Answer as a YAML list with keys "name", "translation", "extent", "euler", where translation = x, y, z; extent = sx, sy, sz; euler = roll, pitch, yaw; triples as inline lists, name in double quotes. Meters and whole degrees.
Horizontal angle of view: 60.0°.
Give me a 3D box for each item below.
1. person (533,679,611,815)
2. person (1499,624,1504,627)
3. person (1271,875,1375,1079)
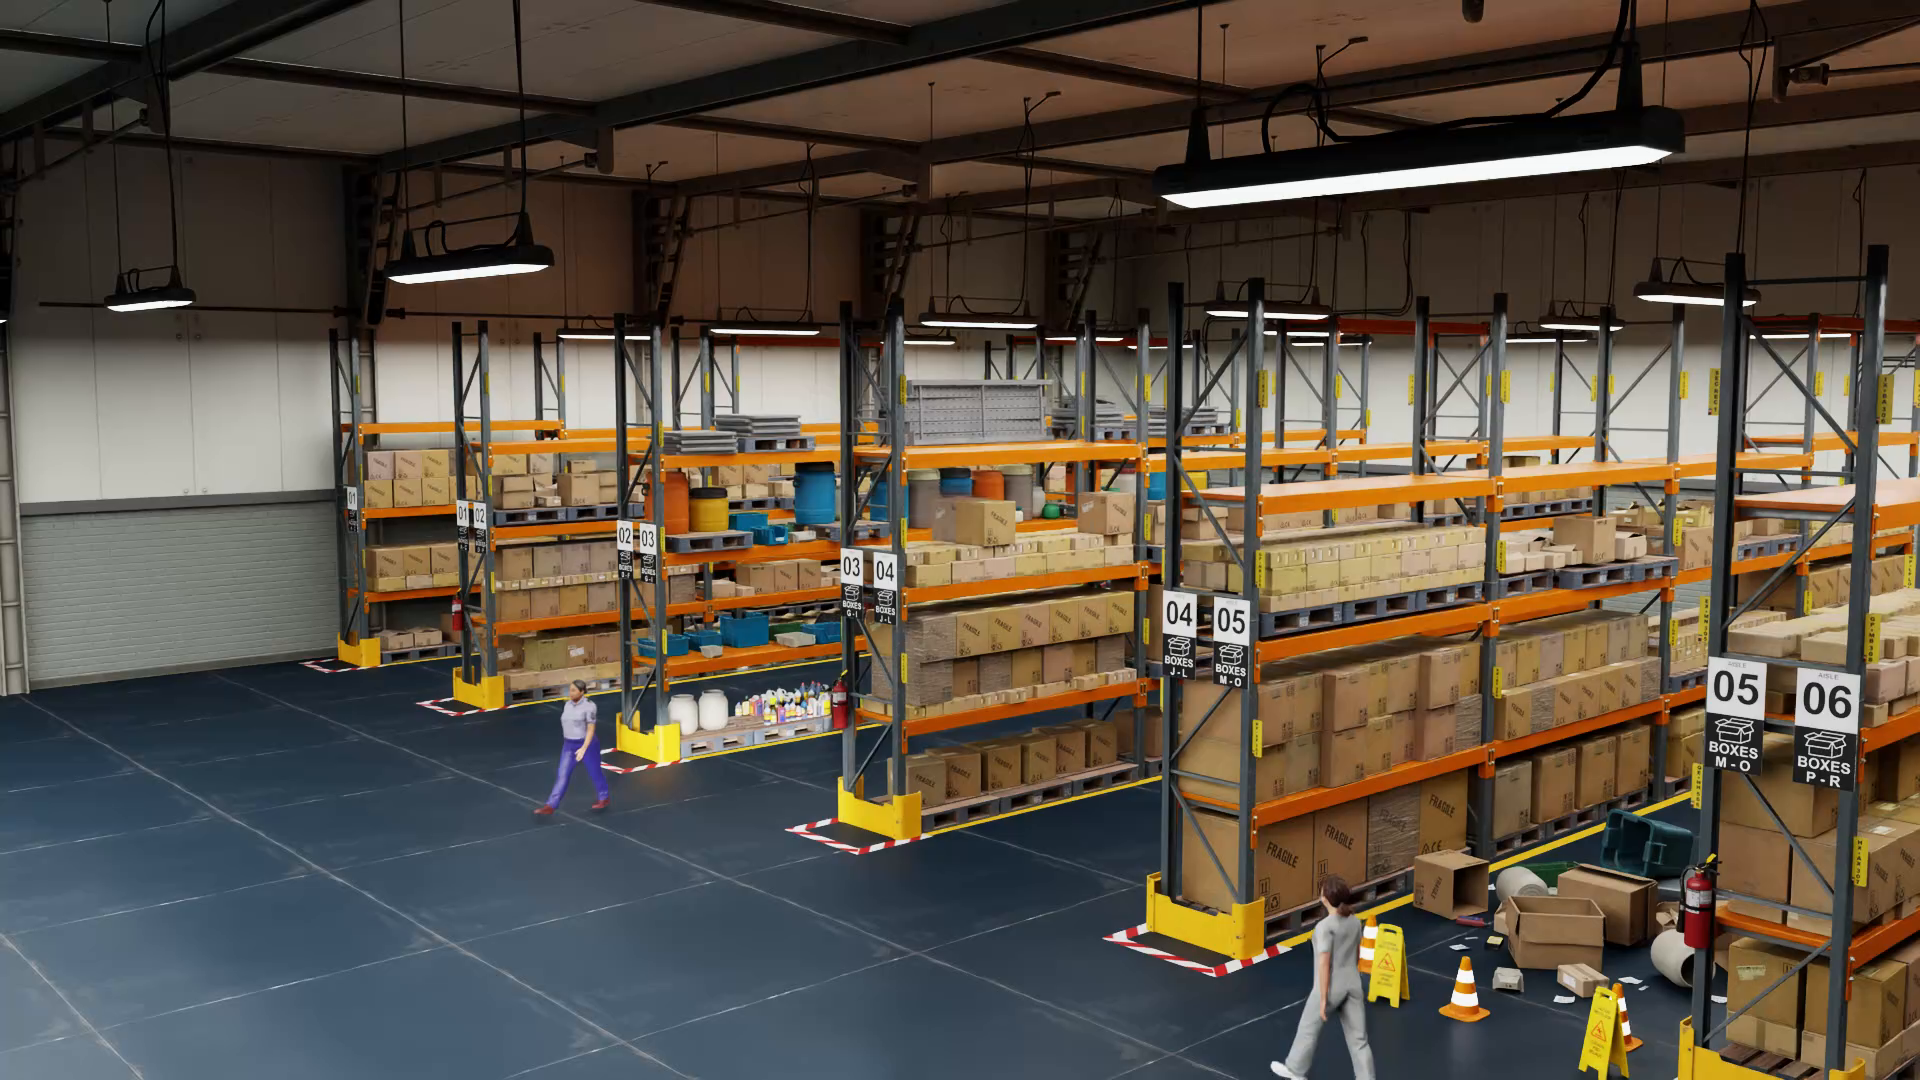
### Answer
- name: "person"
  translation: [-4.516, 2.427, 19.485]
  extent: [0.535, 1.588, 1.040]
  euler: [2, 6, 21]
- name: "person"
  translation: [7.844, 1.989, 24.139]
  extent: [0.437, 1.552, 0.889]
  euler: [4, 7, 37]
- name: "person"
  translation: [2.654, 3.173, 11.833]
  extent: [0.472, 1.599, 1.024]
  euler: [-3, 6, -26]
